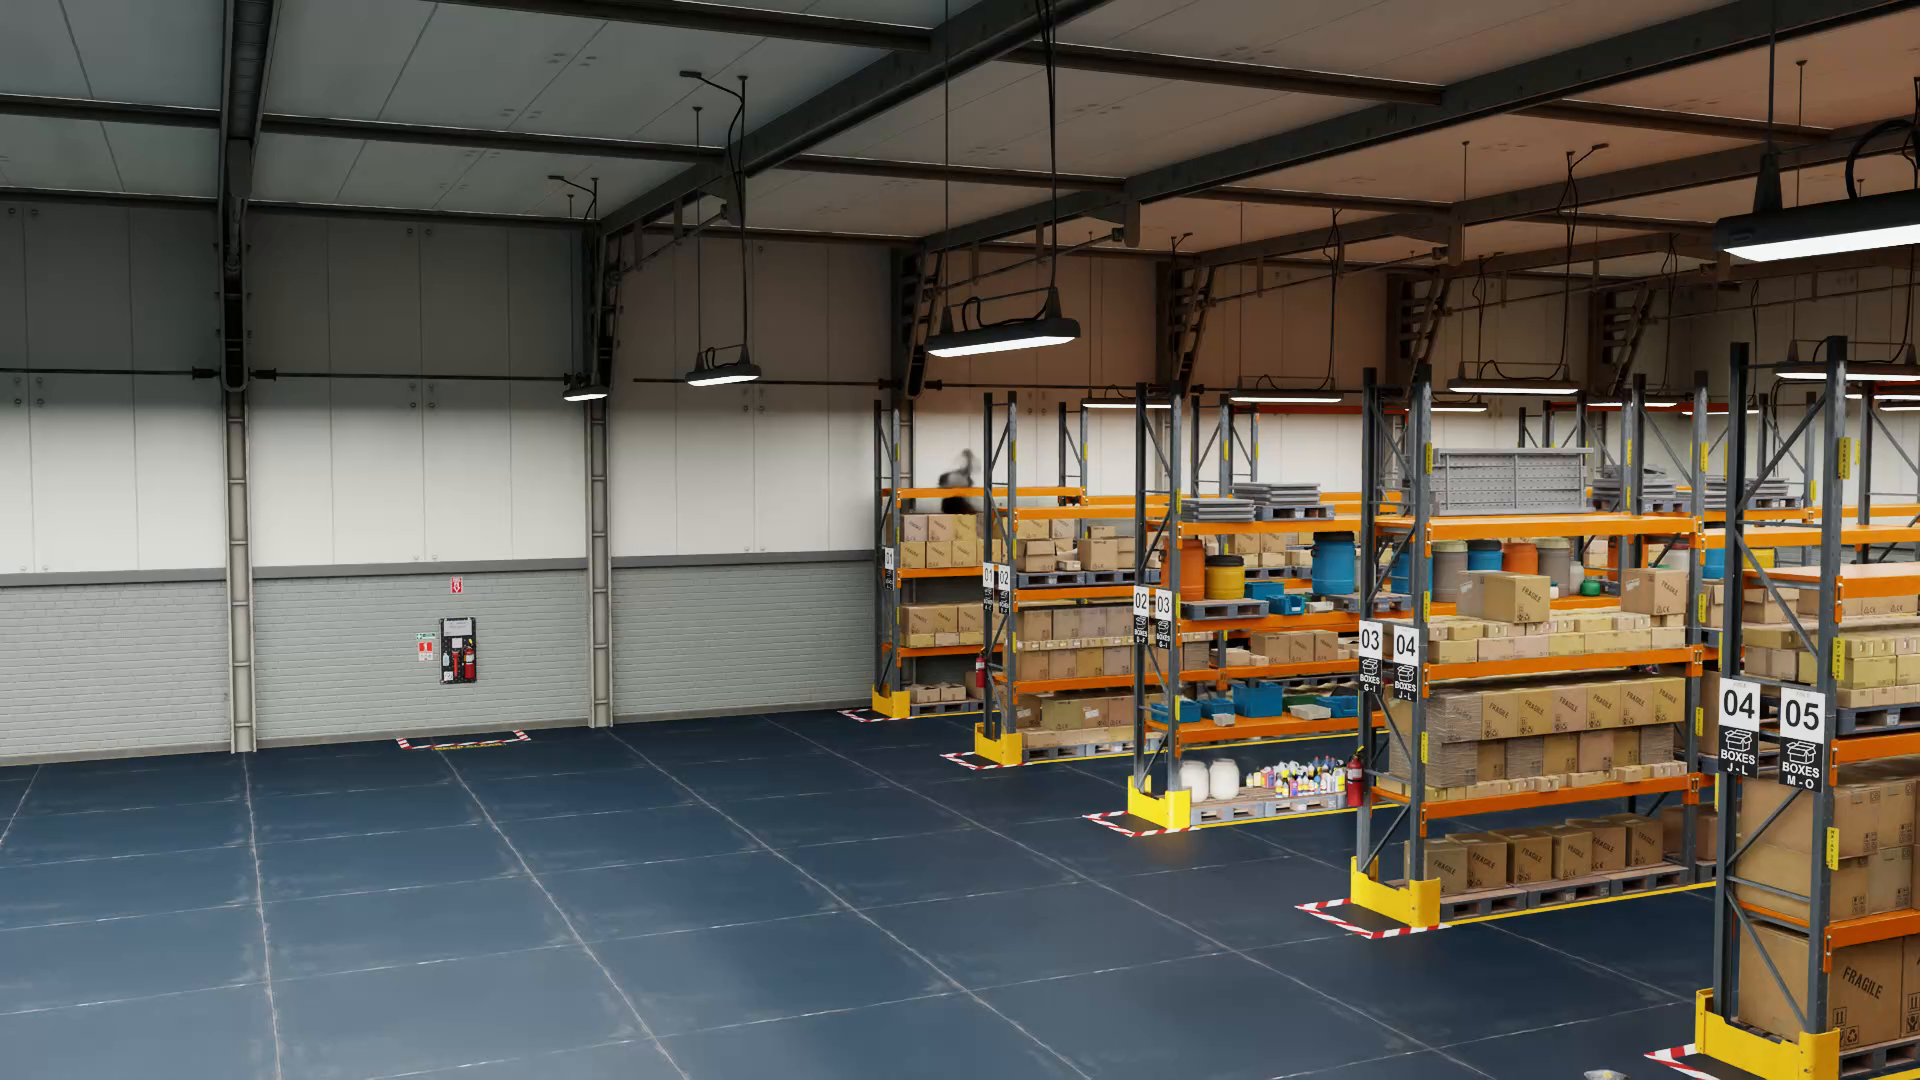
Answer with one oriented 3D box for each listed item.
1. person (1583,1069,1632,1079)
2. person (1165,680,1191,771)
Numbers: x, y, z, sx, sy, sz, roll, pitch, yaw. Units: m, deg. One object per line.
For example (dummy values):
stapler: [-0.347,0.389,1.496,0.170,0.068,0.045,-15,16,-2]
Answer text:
person: [3.517,3.761,9.034,0.648,1.764,0.621,1,4,24]
person: [3.182,2.892,24.626,0.605,1.685,0.560,-2,4,-28]
